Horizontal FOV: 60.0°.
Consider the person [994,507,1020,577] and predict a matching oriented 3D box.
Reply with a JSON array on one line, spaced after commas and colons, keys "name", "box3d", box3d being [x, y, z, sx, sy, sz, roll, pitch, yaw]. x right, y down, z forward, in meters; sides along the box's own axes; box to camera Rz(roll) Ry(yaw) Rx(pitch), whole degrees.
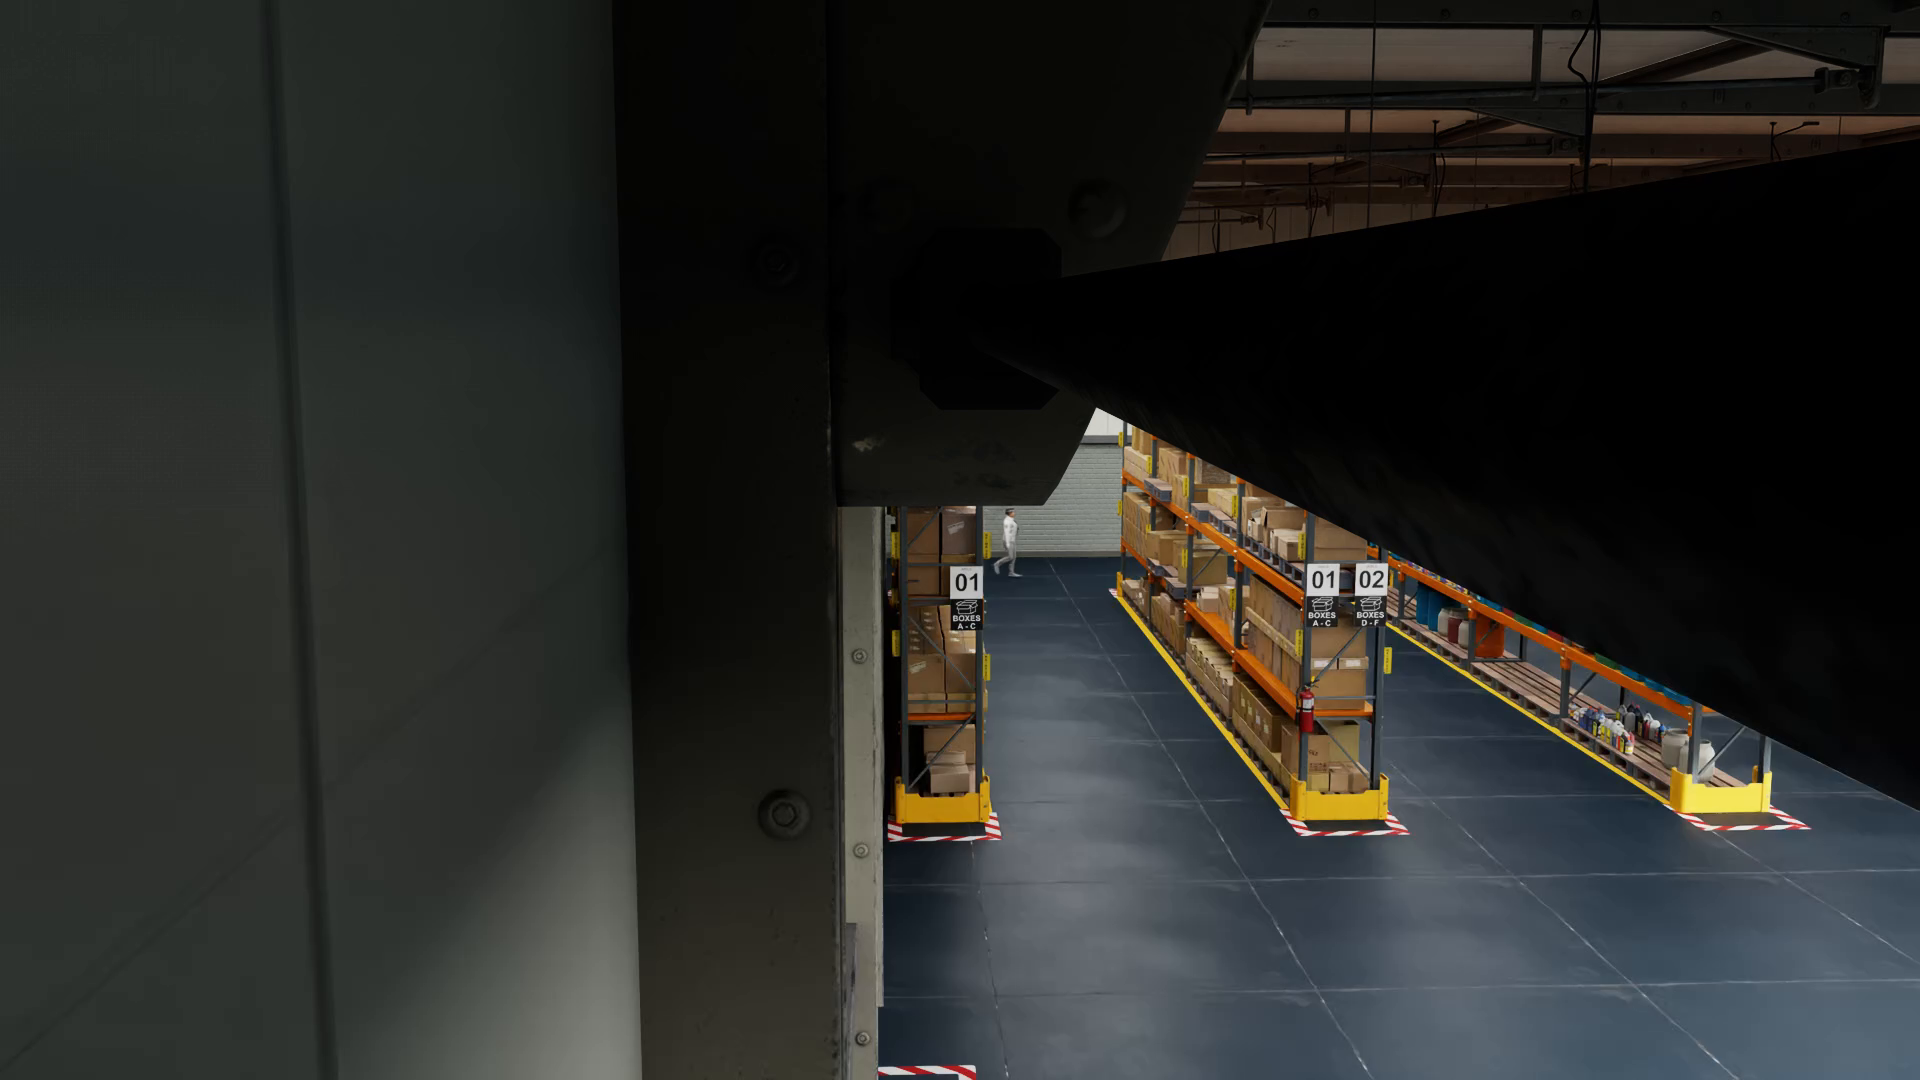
[{"name": "person", "box3d": [1.108, 0.043, 38.834, 0.587, 1.661, 0.528, 3, 8, 18]}]
